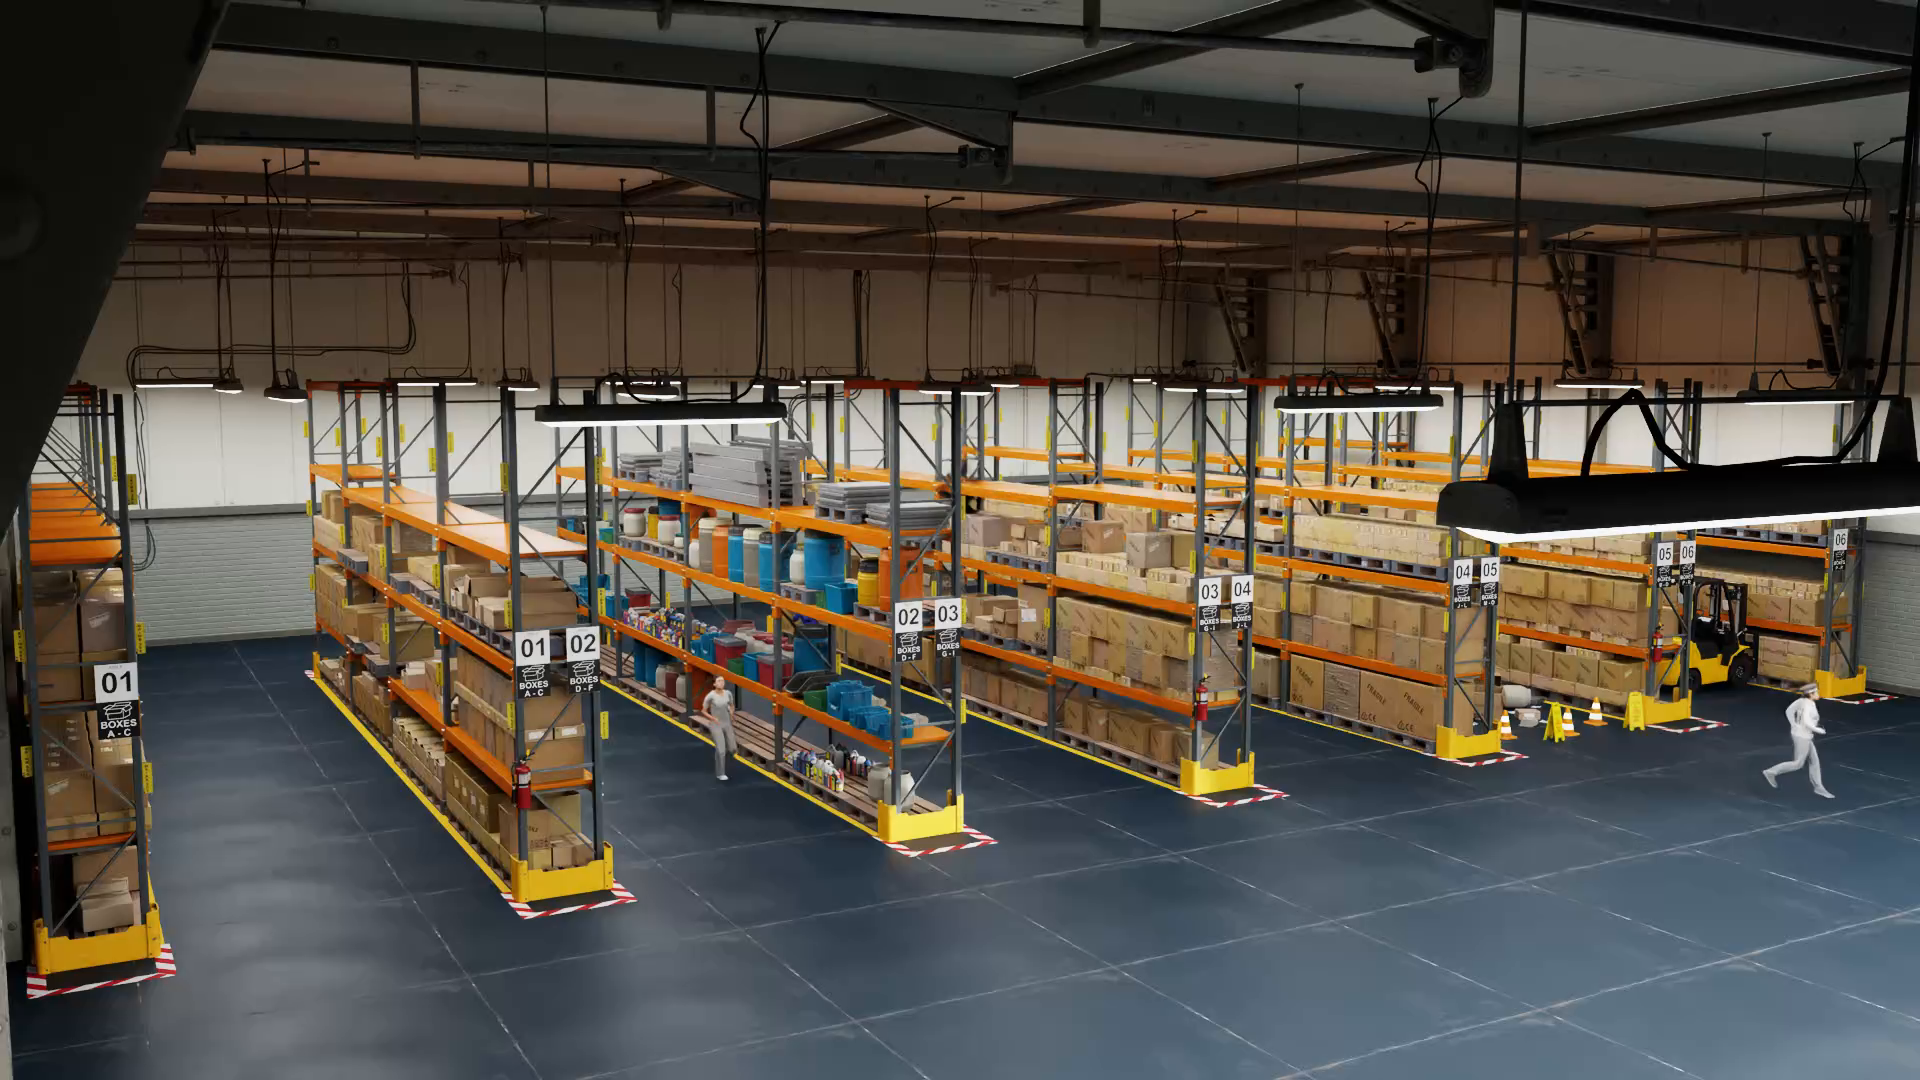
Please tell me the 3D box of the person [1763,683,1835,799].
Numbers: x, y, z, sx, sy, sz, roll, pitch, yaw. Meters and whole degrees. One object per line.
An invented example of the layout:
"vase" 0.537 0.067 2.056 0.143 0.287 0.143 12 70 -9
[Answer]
"person" 12.305 2.913 24.344 0.964 1.690 0.638 2 6 16

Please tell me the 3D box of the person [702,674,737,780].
"person" -3.645 2.840 25.280 0.557 1.611 0.585 -4 7 -33

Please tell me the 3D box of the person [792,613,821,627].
"person" -2.884 1.873 31.718 0.578 1.657 0.716 -5 8 -37
